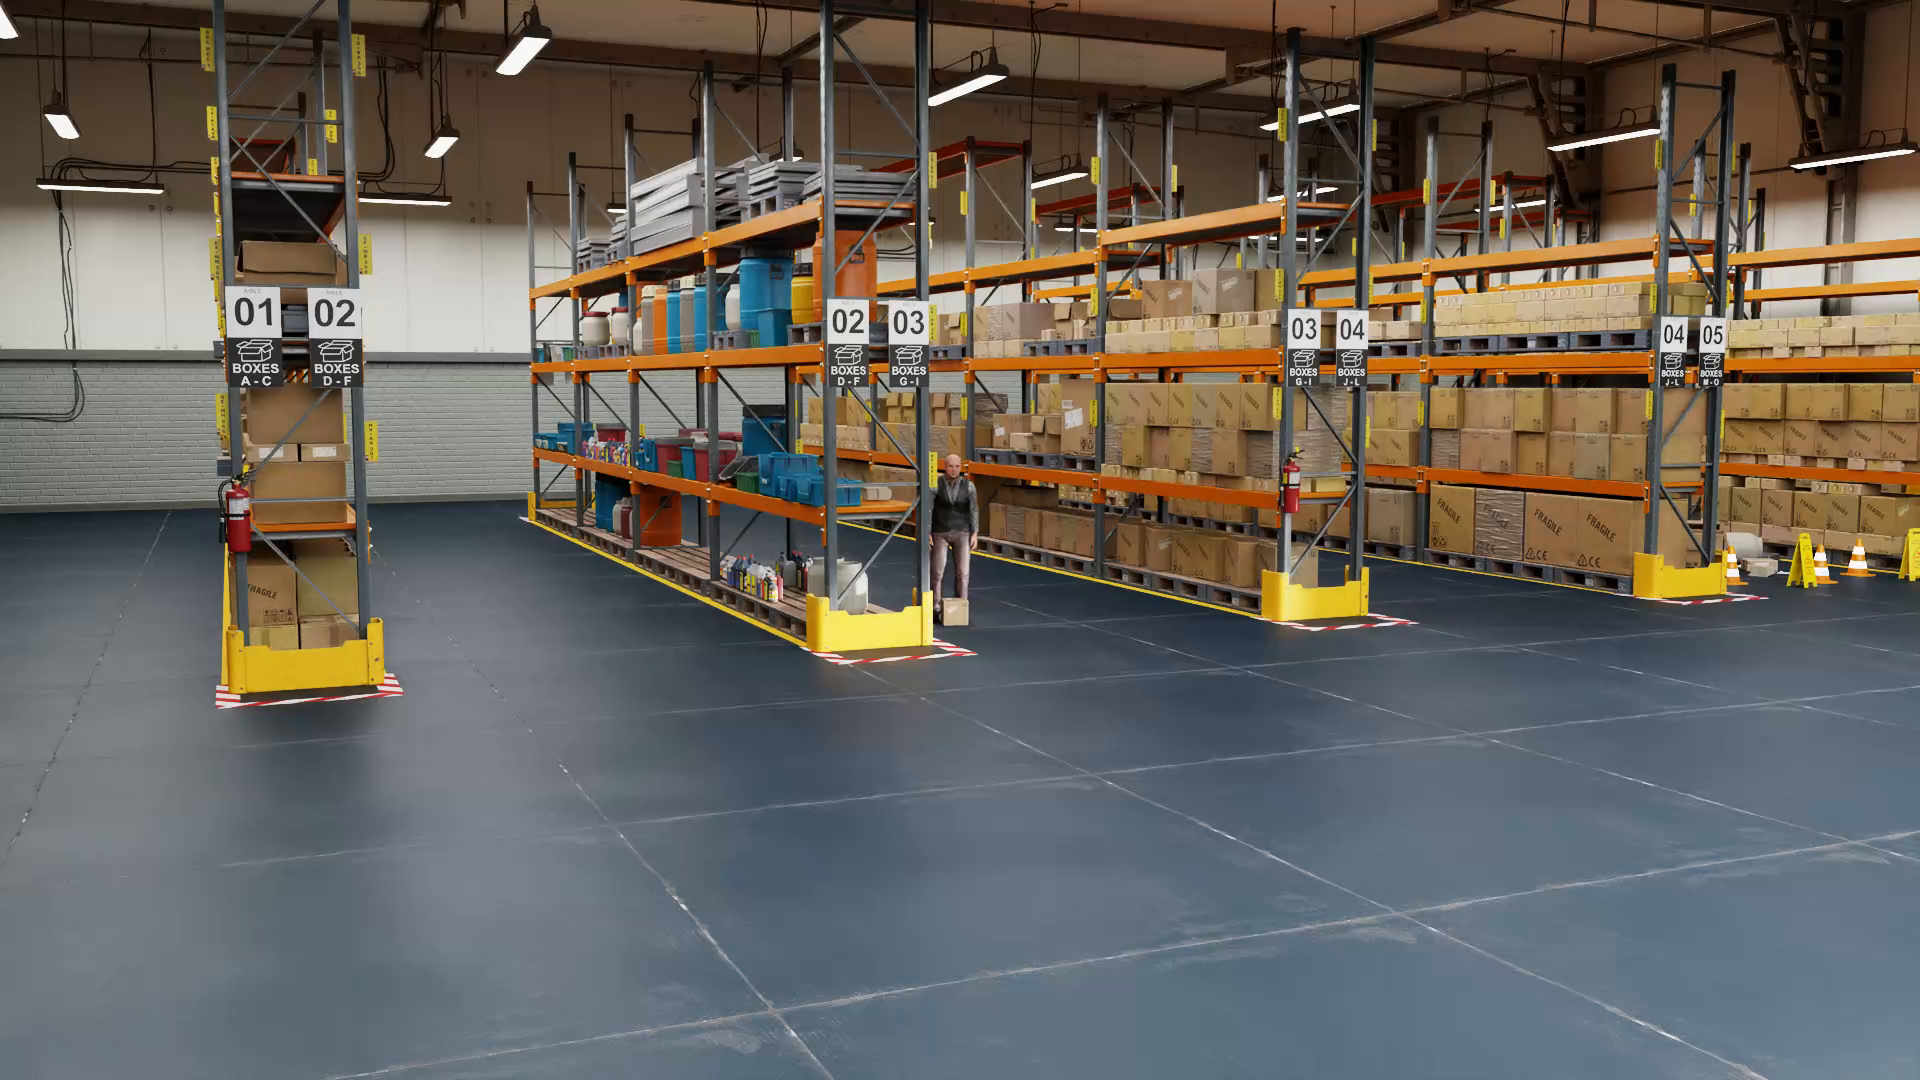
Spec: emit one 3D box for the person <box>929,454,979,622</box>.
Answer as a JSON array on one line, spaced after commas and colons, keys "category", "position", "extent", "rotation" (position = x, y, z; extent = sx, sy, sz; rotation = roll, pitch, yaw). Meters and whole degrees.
[{"category": "person", "position": [-0.093, -0.025, 17.155], "extent": [0.579, 1.720, 0.466], "rotation": [0, 5, -5]}]
